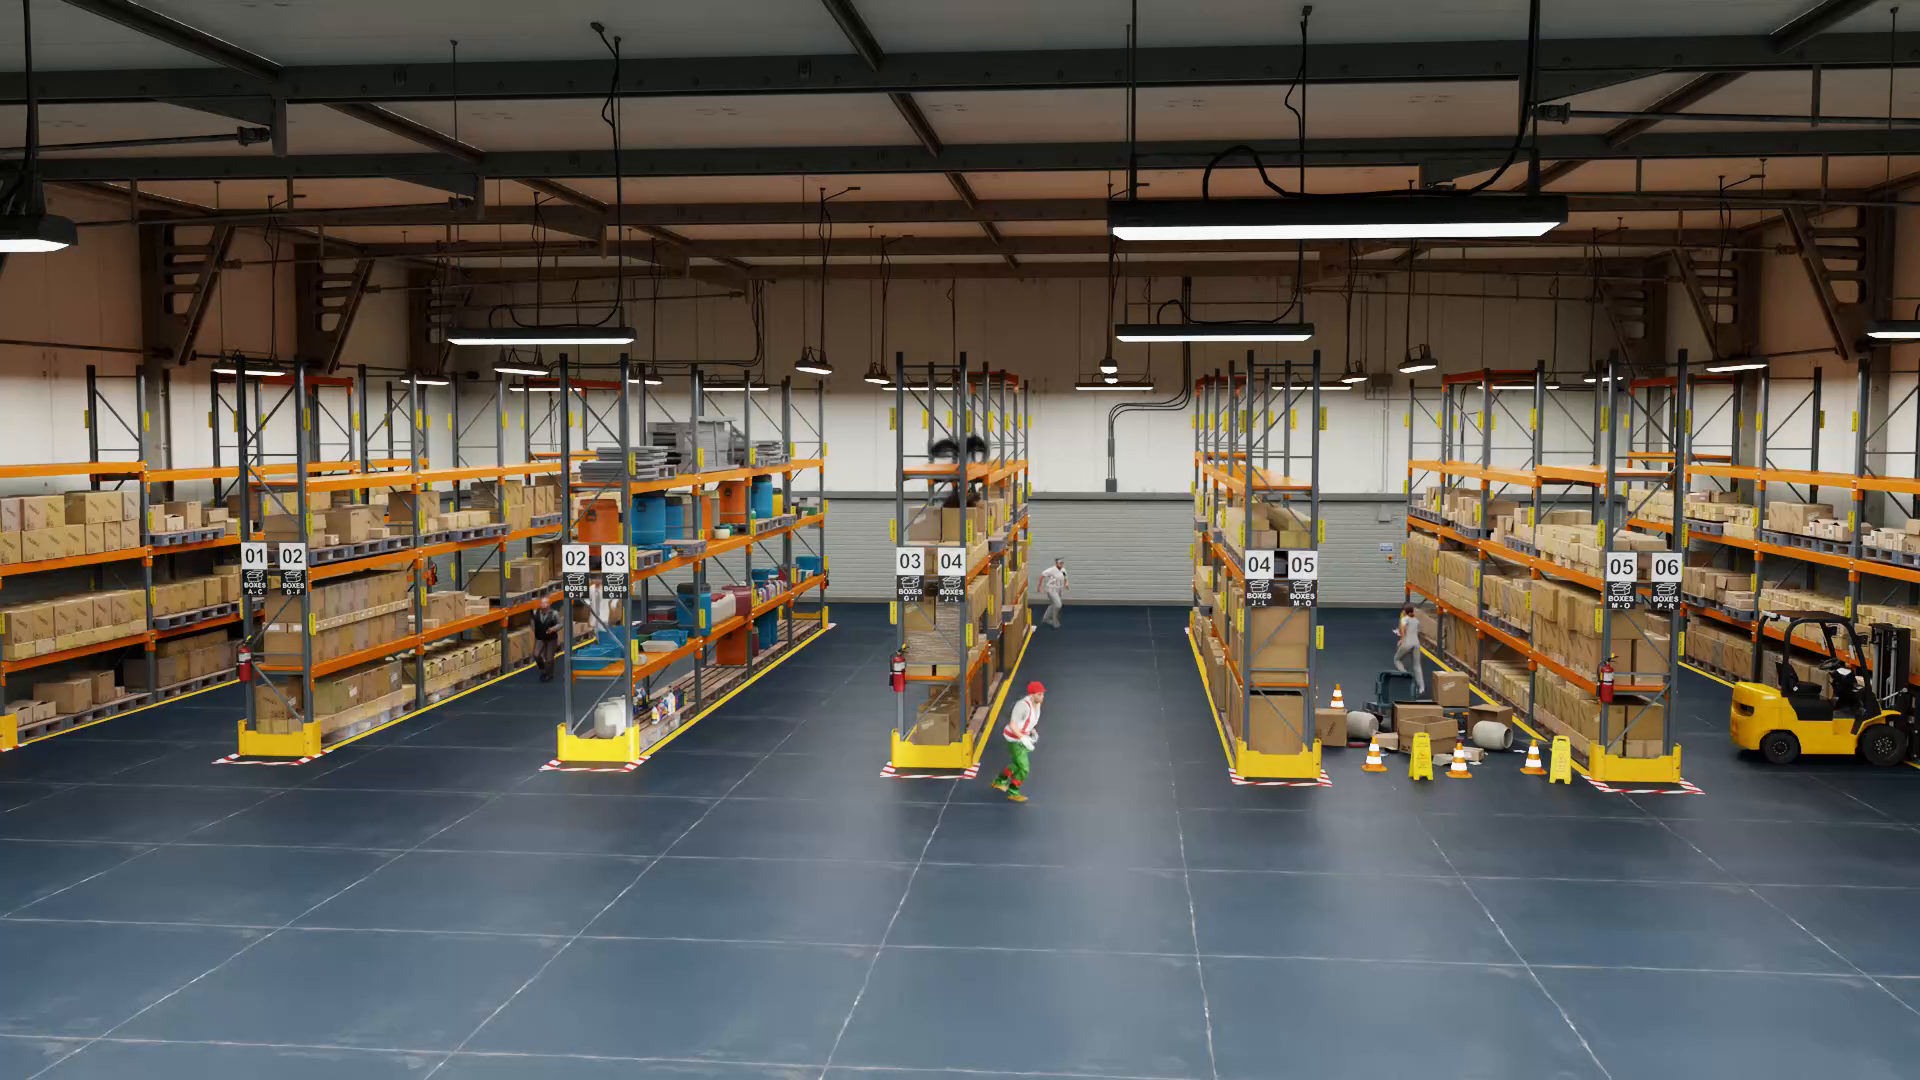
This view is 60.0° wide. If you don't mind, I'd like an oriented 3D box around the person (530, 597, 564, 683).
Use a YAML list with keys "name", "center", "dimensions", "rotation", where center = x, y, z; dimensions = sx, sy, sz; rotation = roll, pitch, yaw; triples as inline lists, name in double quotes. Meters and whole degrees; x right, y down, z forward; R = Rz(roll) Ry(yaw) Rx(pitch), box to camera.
- name: "person"
  center: [-7.935, 1.915, 31.904]
  dimensions: [0.692, 1.662, 0.785]
  rotation: [0, 4, 1]

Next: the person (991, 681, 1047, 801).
- name: "person"
  center: [0.766, 2.632, 21.907]
  dimensions: [0.932, 1.630, 0.668]
  rotation: [2, 5, 28]

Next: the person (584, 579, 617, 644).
- name: "person"
  center: [-7.727, 1.595, 35.578]
  dimensions: [0.661, 1.780, 0.849]
  rotation: [0, 4, 7]

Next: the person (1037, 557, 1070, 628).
- name: "person"
  center: [2.295, 1.288, 40.656]
  dimensions: [0.890, 1.786, 0.662]
  rotation: [4, 6, 43]

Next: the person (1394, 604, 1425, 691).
- name: "person"
  center: [8.350, 2.009, 30.888]
  dimensions: [0.555, 1.611, 0.926]
  rotation: [-1, 4, -12]
